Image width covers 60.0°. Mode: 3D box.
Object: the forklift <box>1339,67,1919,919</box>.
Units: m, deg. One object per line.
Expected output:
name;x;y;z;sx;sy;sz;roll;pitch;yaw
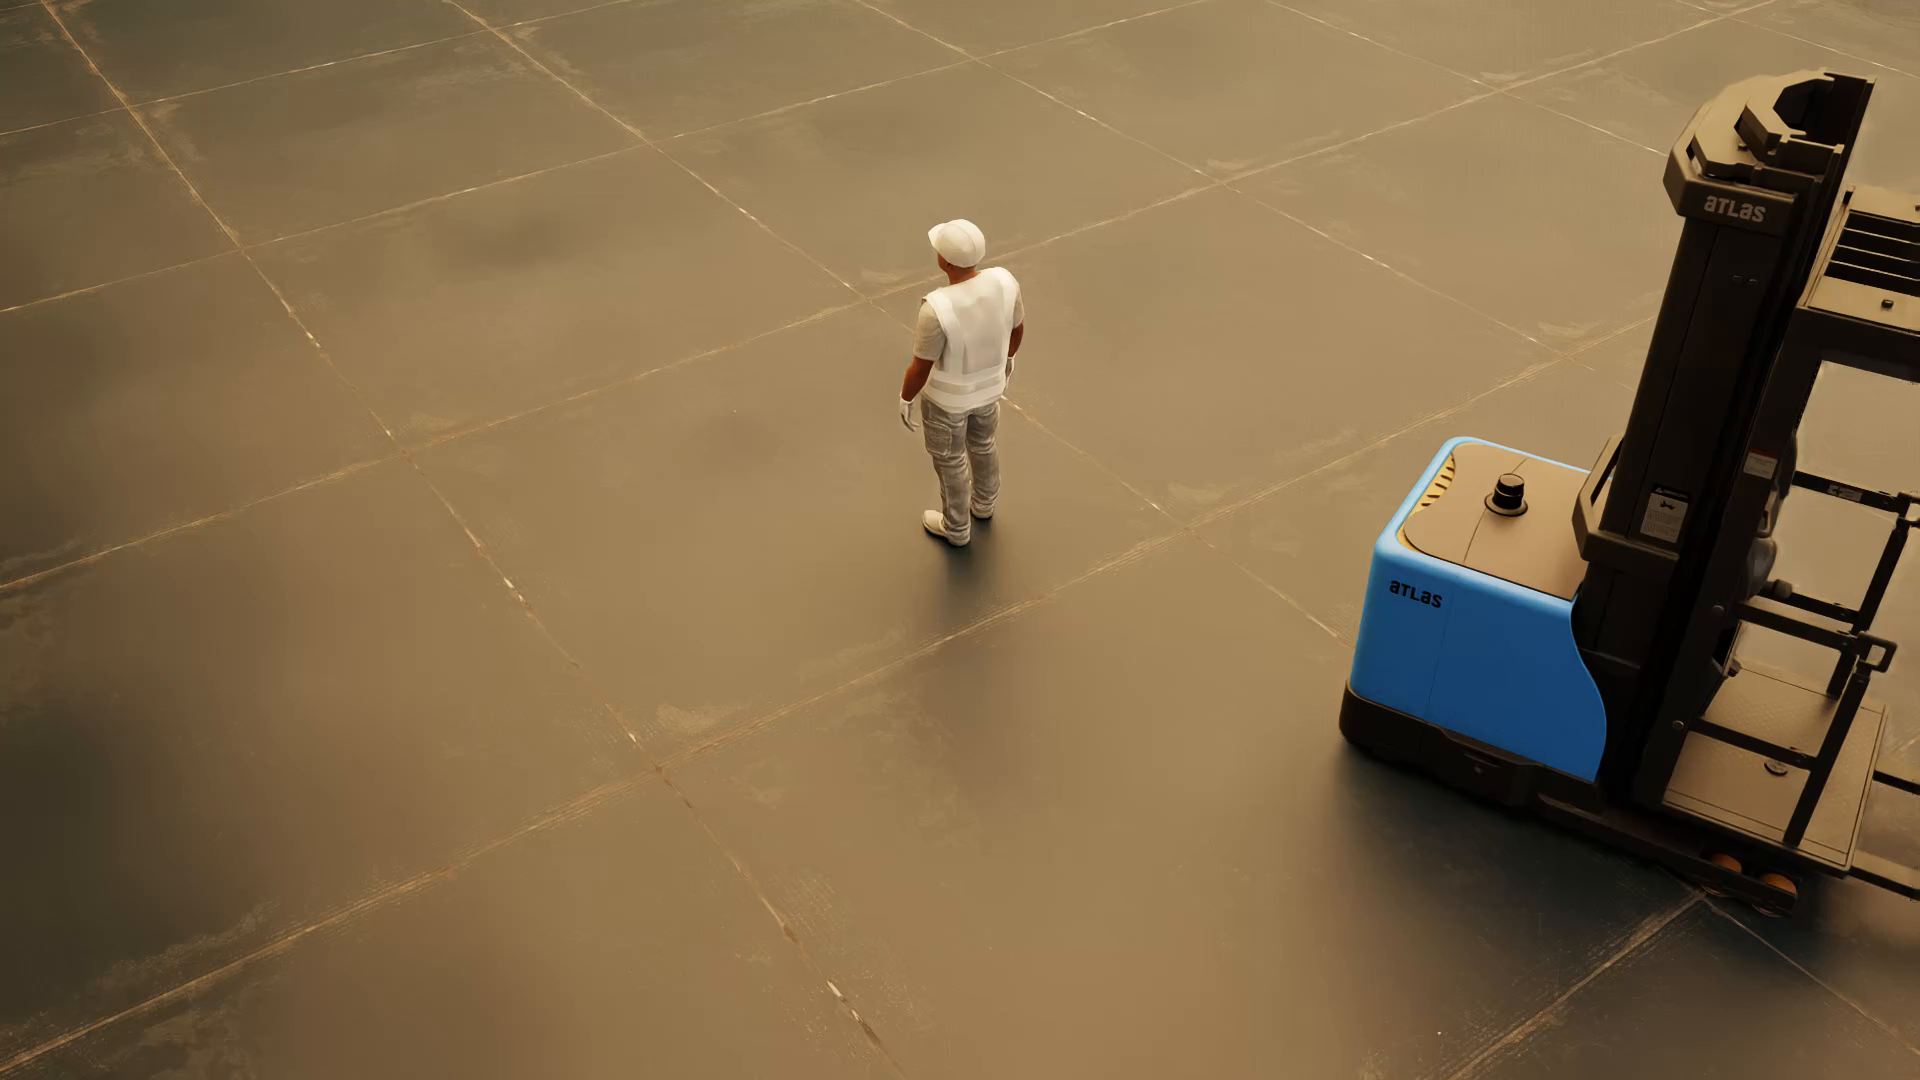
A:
forklift;3.164;-0.085;6.059;3.031;2.935;1.130;20;41;25

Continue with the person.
person;-0.035;-0.761;7.927;0.657;1.785;0.575;-23;42;-28
